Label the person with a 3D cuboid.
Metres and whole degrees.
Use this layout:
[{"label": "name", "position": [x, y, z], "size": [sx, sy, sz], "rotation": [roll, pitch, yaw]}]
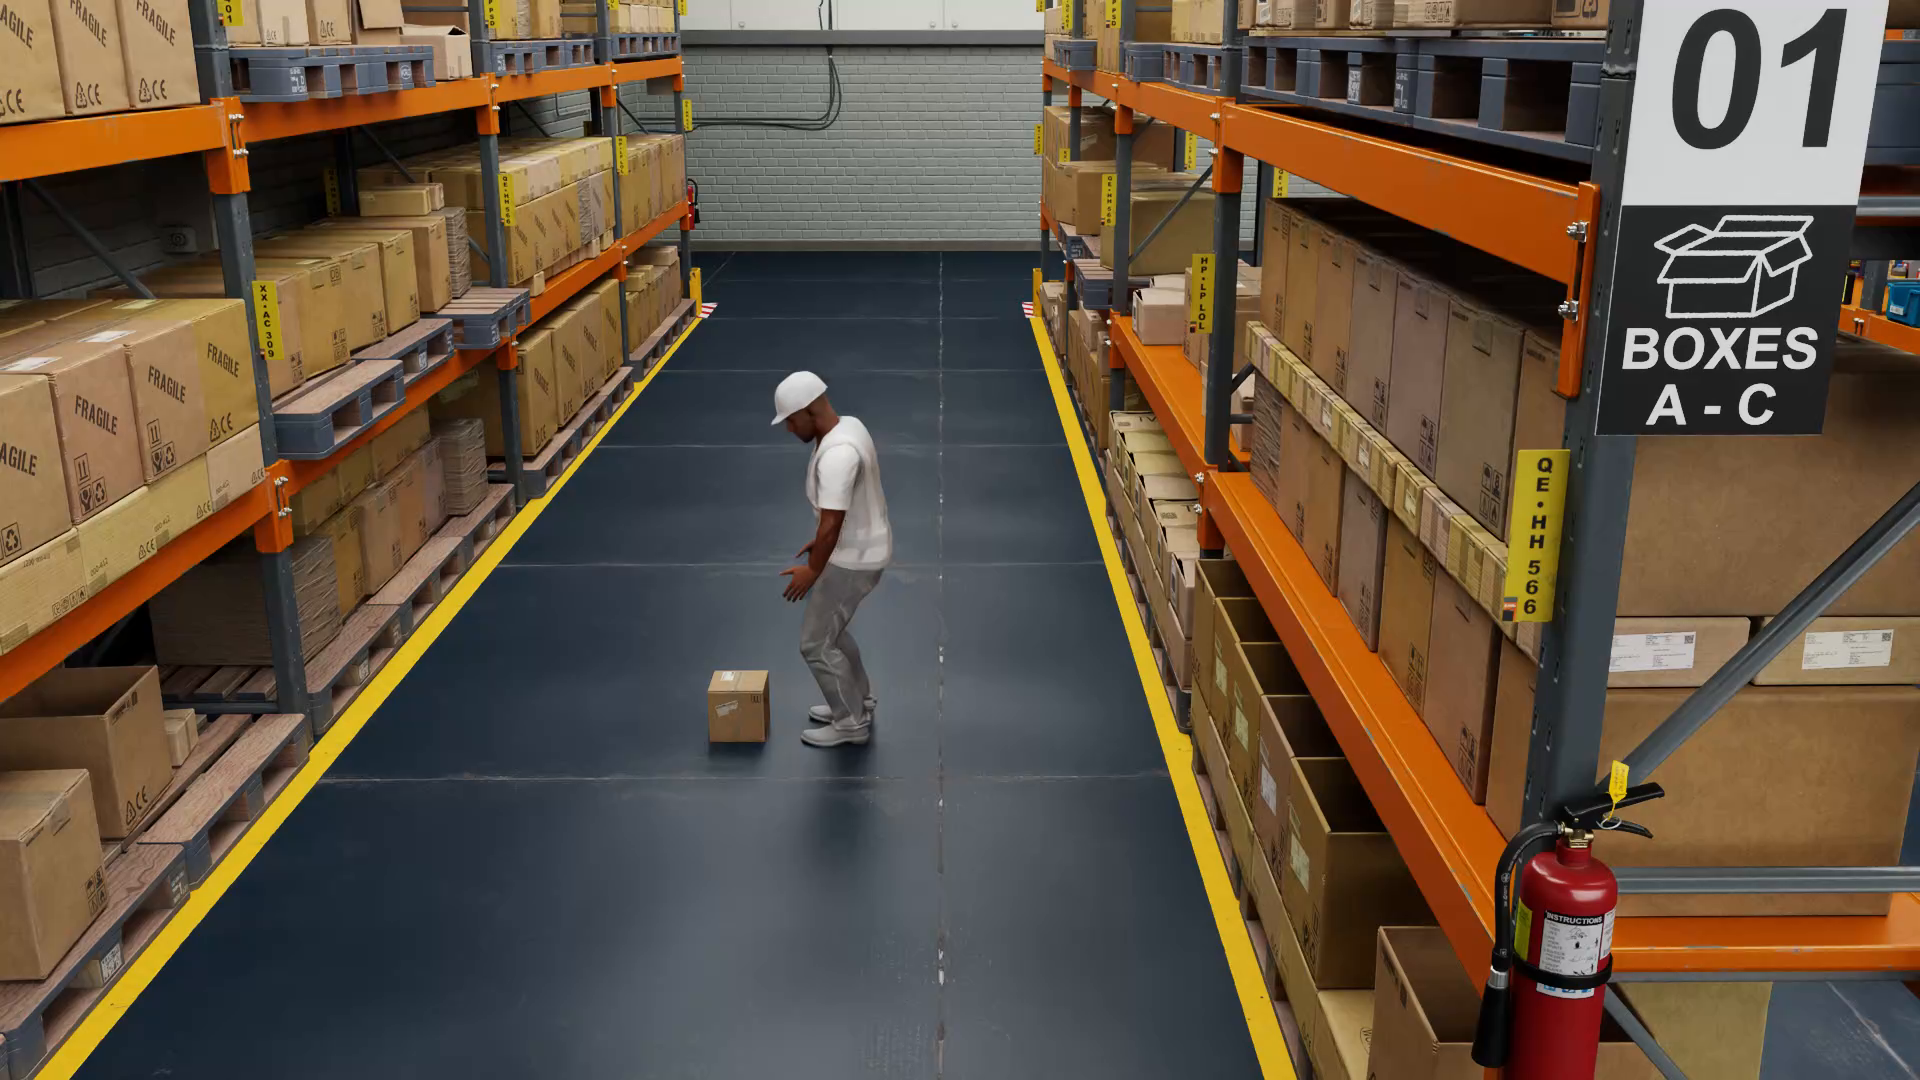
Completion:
[{"label": "person", "position": [-0.559, 0.081, 7.387], "size": [0.511, 1.682, 0.602], "rotation": [0, 17, 1]}]
